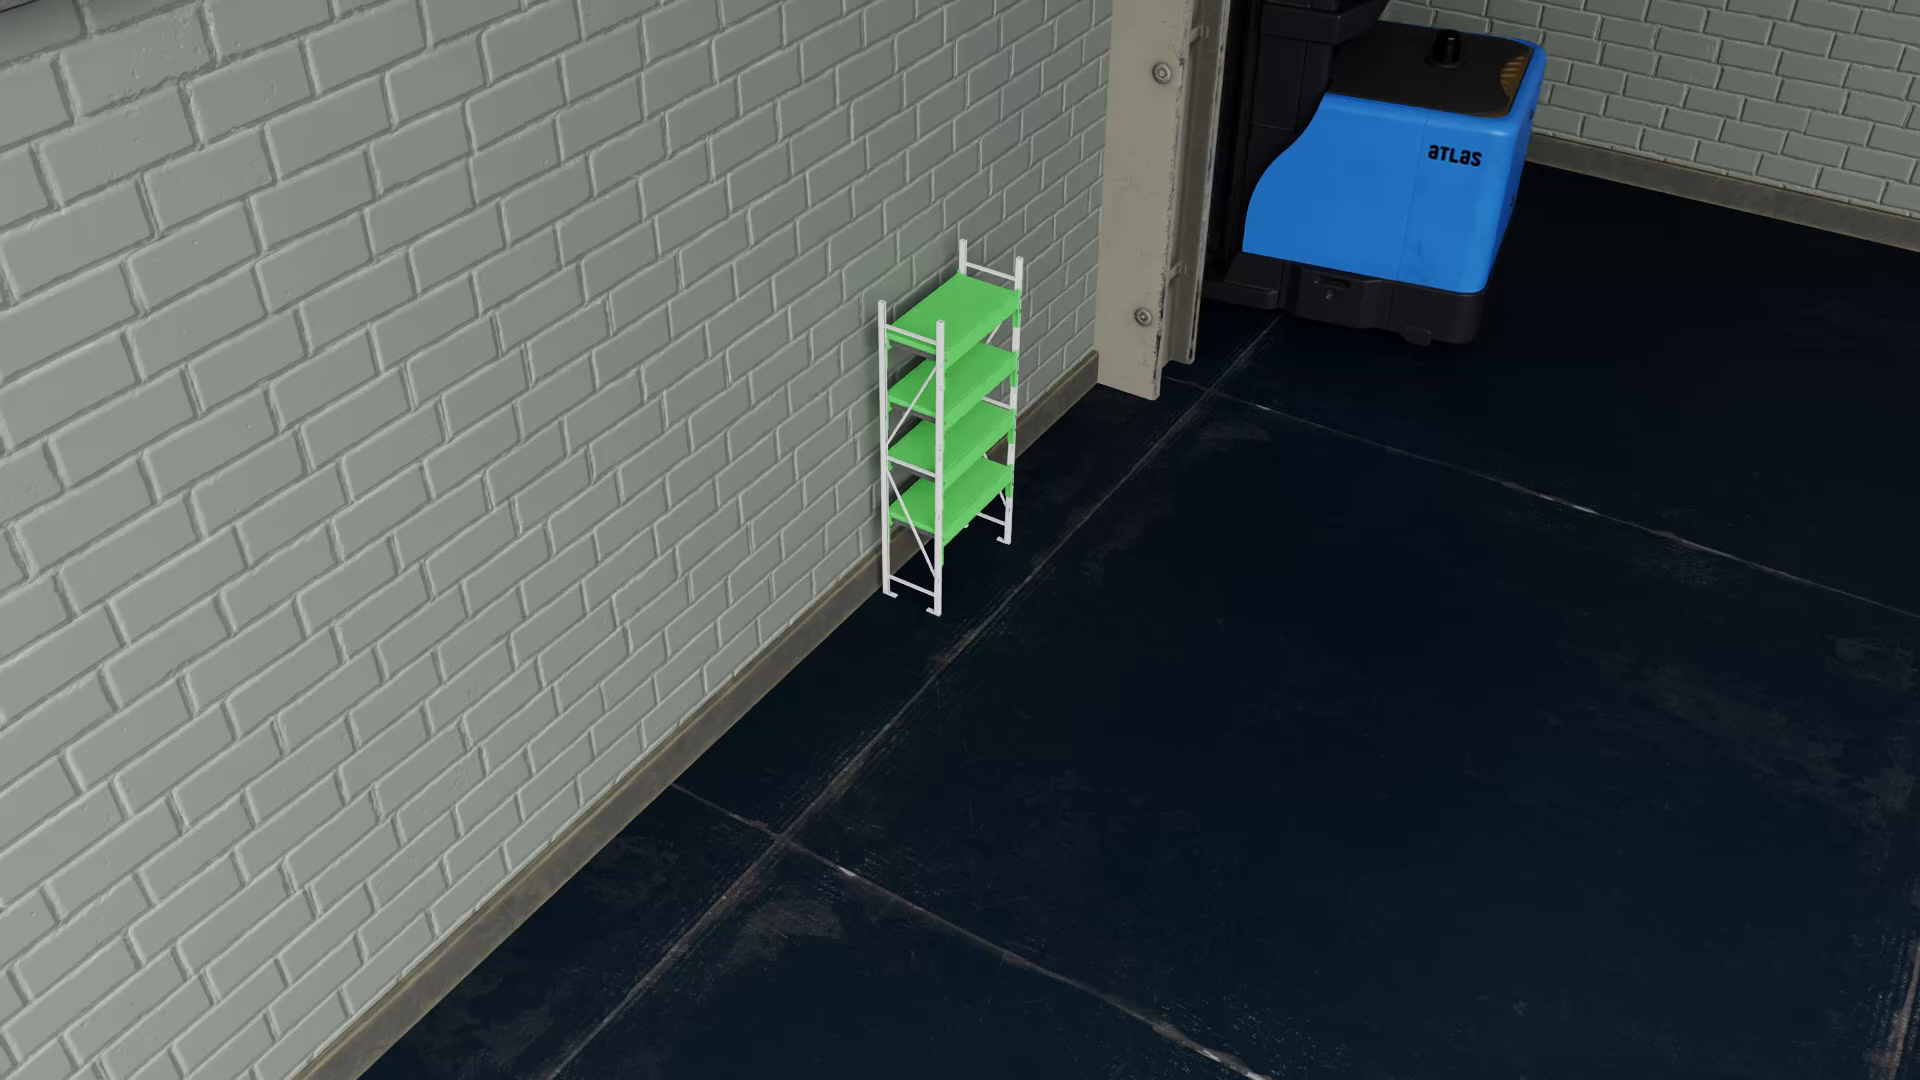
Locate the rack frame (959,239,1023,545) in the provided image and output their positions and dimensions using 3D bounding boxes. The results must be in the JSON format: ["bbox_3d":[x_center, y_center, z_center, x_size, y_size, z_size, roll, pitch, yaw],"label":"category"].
[{"bbox_3d":[0.094,-0.498,5.909,0.240,1.200,0.015,22,43,24],"label":"rack frame"}]

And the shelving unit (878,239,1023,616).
[{"bbox_3d":[-0.034,-0.371,5.745,0.258,1.200,0.503,22,43,24],"label":"shelving unit"}]

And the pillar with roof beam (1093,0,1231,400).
[{"bbox_3d":[4.428,-2.895,2.635,9.100,9.000,0.400,21,42,25],"label":"pillar with roof beam"}]

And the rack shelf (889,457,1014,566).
[{"bbox_3d":[-0.039,-0.133,5.933,0.258,0.148,0.480,22,43,24],"label":"rack shelf"}]

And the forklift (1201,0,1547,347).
[{"bbox_3d":[1.038,-2.595,7.215,3.031,2.935,1.130,15,40,18],"label":"forklift"}]

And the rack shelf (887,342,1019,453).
[{"bbox_3d":[-0.032,-0.510,5.636,0.258,0.148,0.480,22,43,24],"label":"rack shelf"}]

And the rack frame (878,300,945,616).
[{"bbox_3d":[-0.163,-0.245,5.581,0.240,1.200,0.015,22,43,24],"label":"rack frame"}]

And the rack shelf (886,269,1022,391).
[{"bbox_3d":[-0.028,-0.698,5.488,0.258,0.148,0.480,22,43,24],"label":"rack shelf"}]

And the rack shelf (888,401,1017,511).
[{"bbox_3d":[-0.035,-0.321,5.784,0.258,0.148,0.480,22,43,24],"label":"rack shelf"}]
